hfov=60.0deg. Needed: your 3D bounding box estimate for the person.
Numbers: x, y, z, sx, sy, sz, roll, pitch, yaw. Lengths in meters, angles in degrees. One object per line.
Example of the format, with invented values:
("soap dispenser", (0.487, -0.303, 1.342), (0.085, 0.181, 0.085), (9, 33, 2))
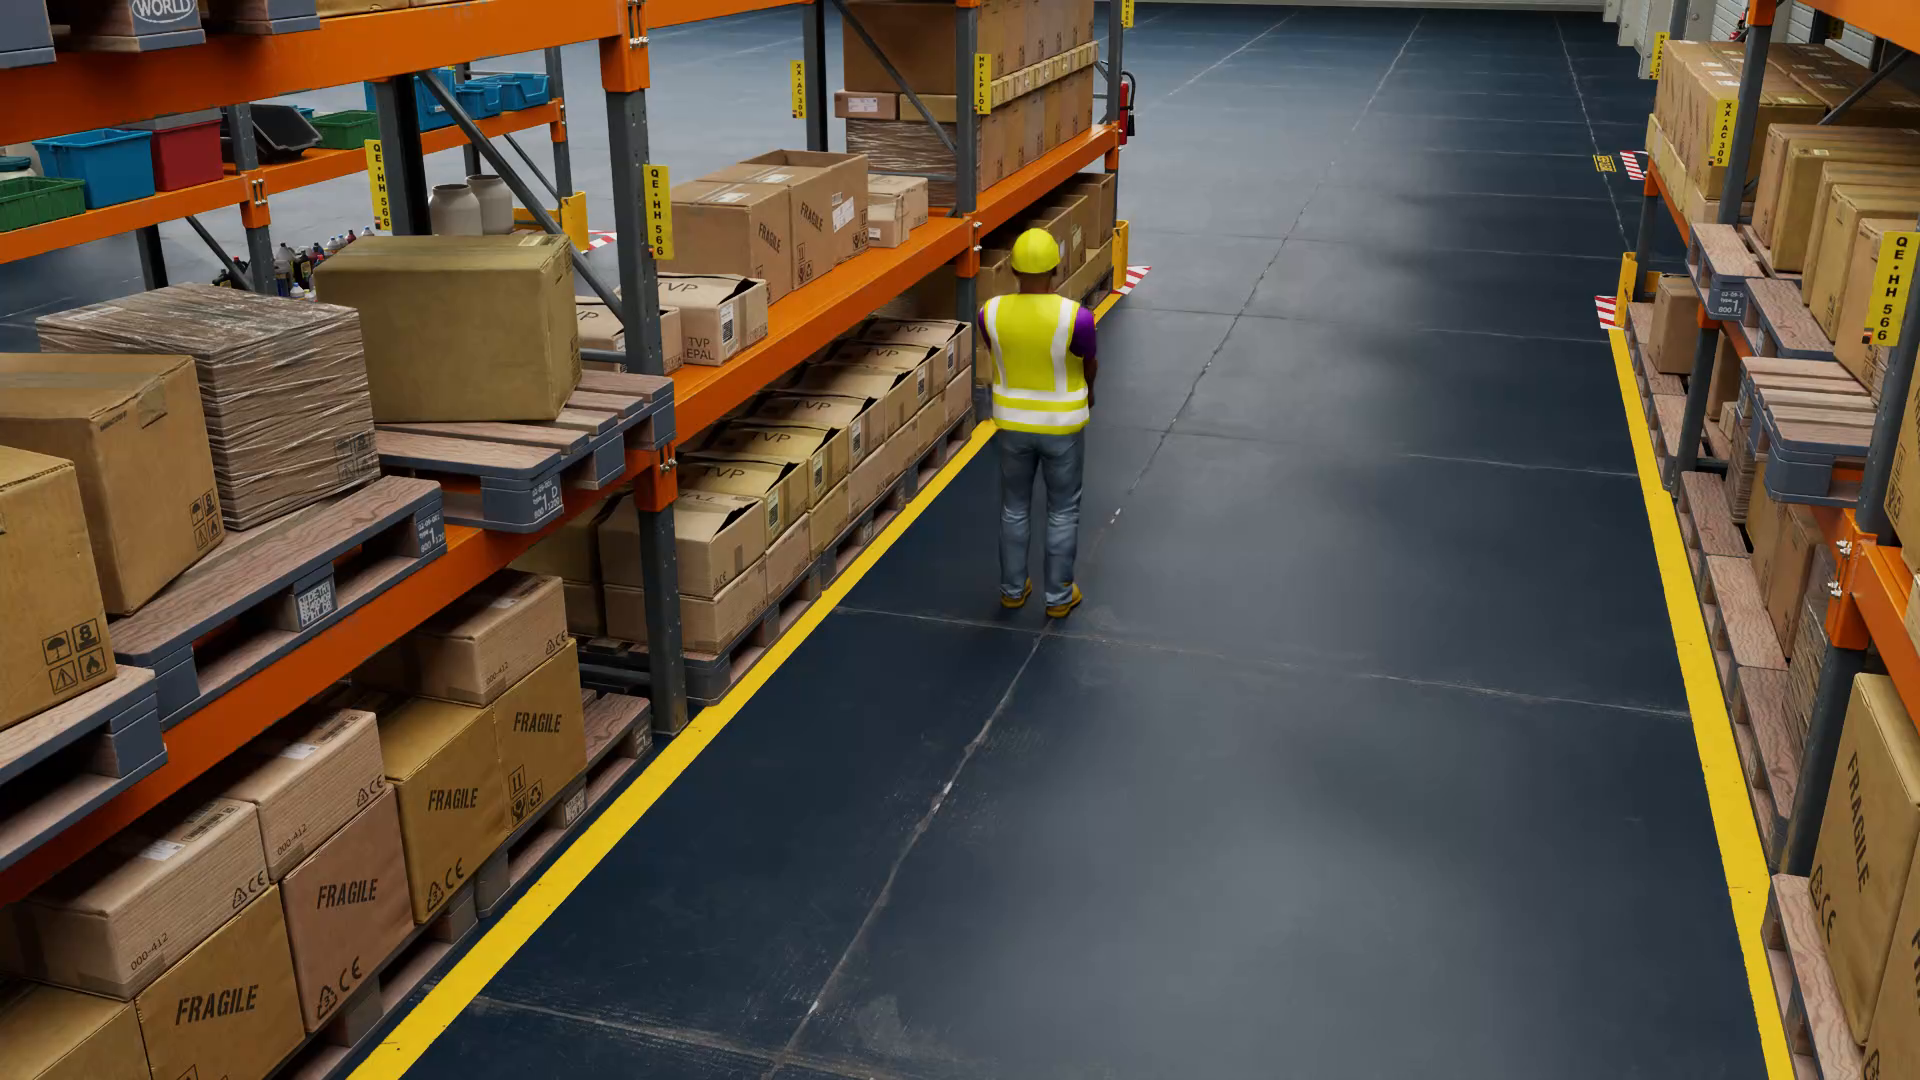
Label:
("person", (0.371, -0.539, 7.411), (0.502, 1.762, 0.586), (6, 23, 16))
